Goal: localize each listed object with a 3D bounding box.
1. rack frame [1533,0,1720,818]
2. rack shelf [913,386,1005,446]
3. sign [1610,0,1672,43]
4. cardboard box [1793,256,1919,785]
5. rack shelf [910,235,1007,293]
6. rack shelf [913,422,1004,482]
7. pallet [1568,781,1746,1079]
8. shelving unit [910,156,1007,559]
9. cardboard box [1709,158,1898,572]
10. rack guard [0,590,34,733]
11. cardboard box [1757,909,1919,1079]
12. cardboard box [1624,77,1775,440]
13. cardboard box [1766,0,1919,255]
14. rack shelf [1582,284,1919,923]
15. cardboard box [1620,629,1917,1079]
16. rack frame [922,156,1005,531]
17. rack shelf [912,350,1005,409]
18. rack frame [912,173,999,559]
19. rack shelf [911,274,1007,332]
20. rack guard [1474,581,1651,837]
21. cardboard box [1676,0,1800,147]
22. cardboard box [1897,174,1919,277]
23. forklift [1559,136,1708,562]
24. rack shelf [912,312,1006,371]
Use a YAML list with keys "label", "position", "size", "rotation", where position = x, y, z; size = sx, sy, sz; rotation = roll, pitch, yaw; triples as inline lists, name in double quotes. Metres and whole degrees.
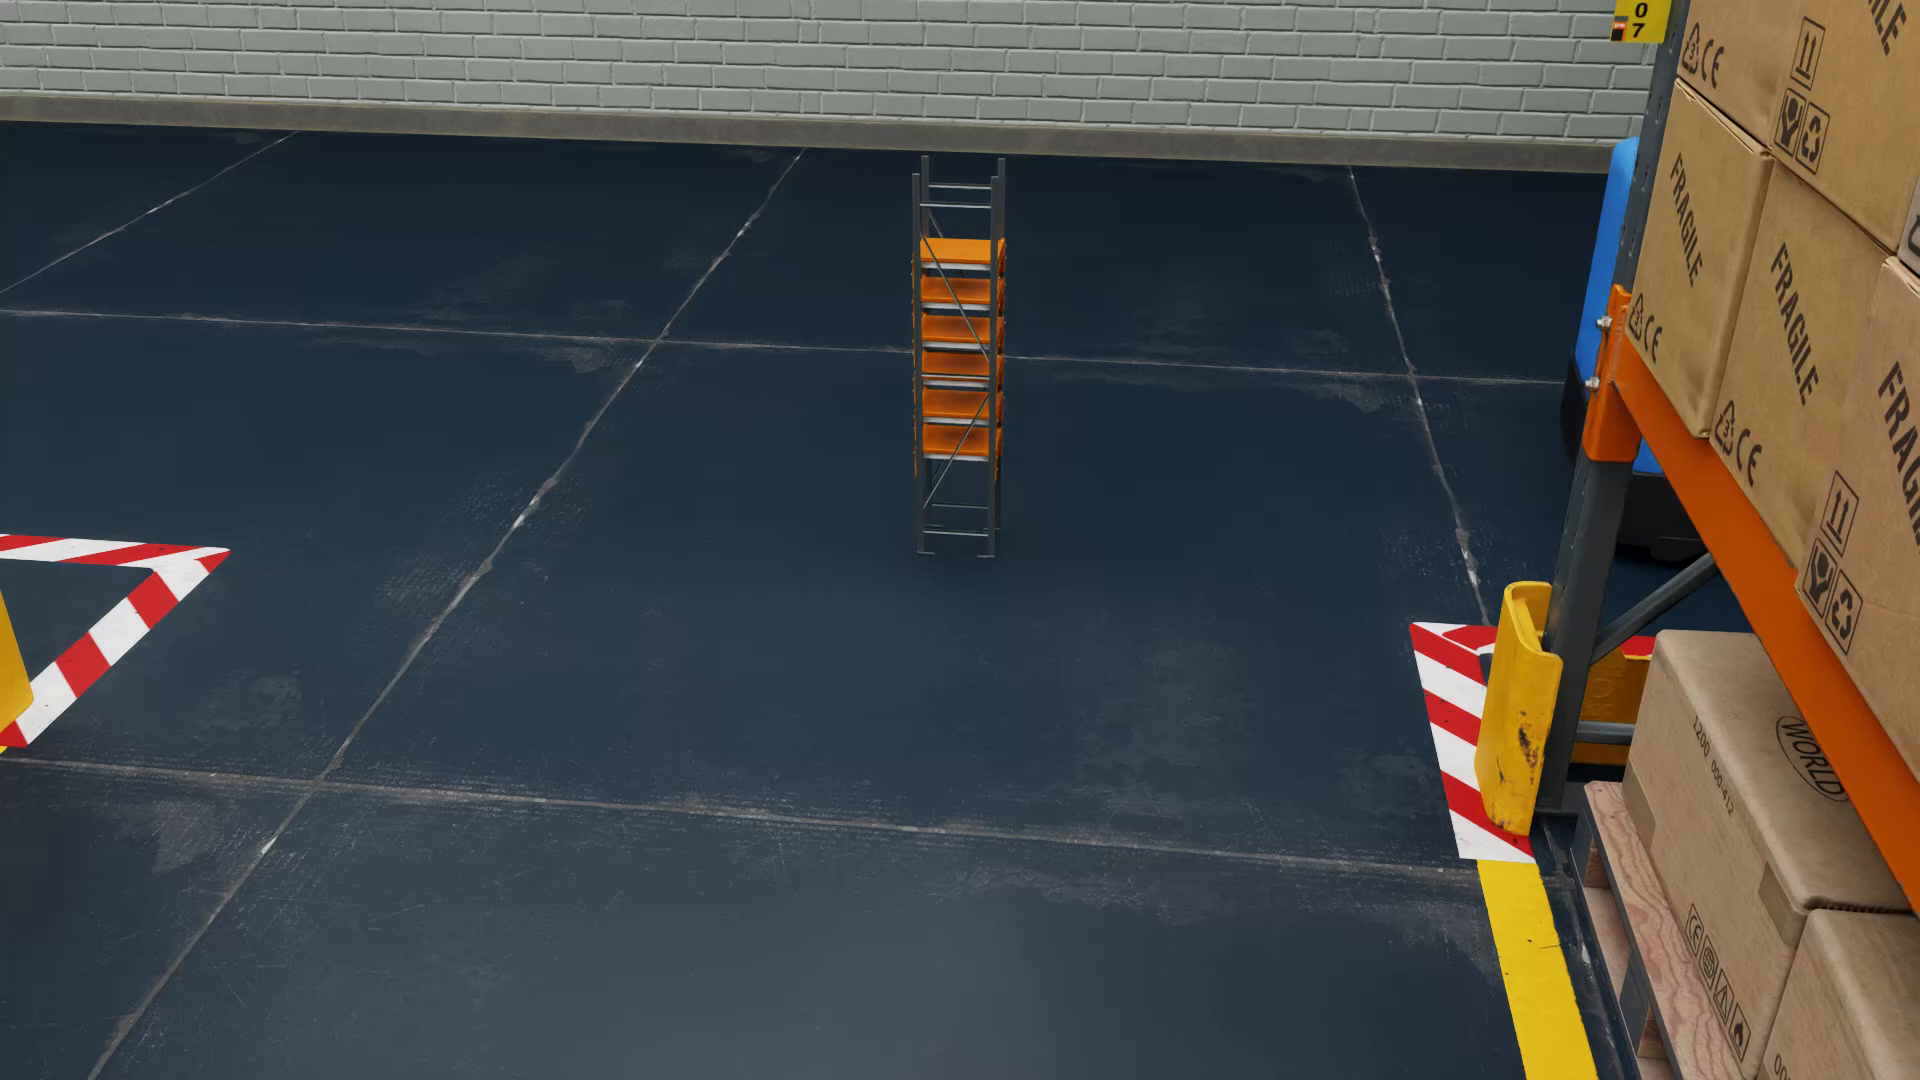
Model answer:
- label: "rack frame"
  position: [1.863, -0.658, 3.310]
  size: [1.000, 3.000, 0.127]
  rotation: [3, 28, 6]
- label: "rack shelf"
  position: [-0.002, -0.377, 5.031]
  size: [0.258, 0.103, 0.180]
  rotation: [3, 28, 6]
- label: "sign"
  position: [1.313, -1.110, 3.151]
  size: [0.100, 0.325, 0.005]
  rotation: [3, 28, 6]
- label: "cardboard box"
  position: [1.405, -0.015, 2.010]
  size: [0.500, 0.500, 0.500]
  rotation: [3, 28, 6]
- label: "rack shelf"
  position: [-0.002, -0.799, 4.803]
  size: [0.258, 0.103, 0.180]
  rotation: [3, 28, 6]
- label: "rack shelf"
  position: [-0.002, -0.271, 5.088]
  size: [0.258, 0.103, 0.180]
  rotation: [3, 28, 6]
- label: "pallet"
  position: [1.842, 0.950, 3.264]
  size: [1.003, 0.211, 1.213]
  rotation: [3, 28, 6]
- label: "shelving unit"
  position: [-0.002, -0.521, 4.953]
  size: [0.258, 1.200, 0.189]
  rotation: [3, 28, 6]
- label: "cardboard box"
  position: [1.485, -0.254, 2.453]
  size: [0.500, 0.500, 0.500]
  rotation: [3, 28, 5]
- label: "rack guard"
  position: [-3.072, 0.238, 4.282]
  size: [1.175, 0.500, 0.348]
  rotation: [3, 28, 6]
- label: "cardboard box"
  position: [1.777, 1.032, 2.430]
  size: [0.875, 0.438, 0.875]
  rotation: [4, 29, 8]
- label: "cardboard box"
  position: [1.519, -0.493, 2.898]
  size: [0.500, 0.500, 0.500]
  rotation: [3, 28, 6]
- label: "cardboard box"
  position: [1.465, -0.690, 2.208]
  size: [0.500, 0.500, 0.500]
  rotation: [3, 28, 5]
- label: "rack shelf"
  position: [1.618, 0.600, 1.733]
  size: [1.077, 0.370, 4.000]
  rotation: [3, 28, 6]
- label: "cardboard box"
  position: [1.881, 0.601, 3.230]
  size: [0.875, 0.438, 0.875]
  rotation: [2, 28, 4]
- label: "rack frame"
  position: [0.009, -0.564, 5.033]
  size: [0.240, 1.200, 0.006]
  rotation: [3, 28, 6]
- label: "rack shelf"
  position: [-0.002, -0.482, 4.974]
  size: [0.258, 0.103, 0.180]
  rotation: [3, 28, 6]
- label: "rack frame"
  position: [-0.013, -0.478, 4.873]
  size: [0.240, 1.200, 0.006]
  rotation: [3, 28, 6]
- label: "rack shelf"
  position: [-0.002, -0.694, 4.860]
  size: [0.258, 0.103, 0.180]
  rotation: [3, 28, 6]
- label: "rack guard"
  position: [1.866, 0.431, 3.923]
  size: [1.175, 0.500, 0.348]
  rotation: [3, 28, 6]
- label: "cardboard box"
  position: [1.521, -0.933, 2.660]
  size: [0.500, 0.500, 0.500]
  rotation: [3, 28, 5]
- label: "cardboard box"
  position: [1.410, -0.447, 1.757]
  size: [0.500, 0.500, 0.500]
  rotation: [3, 28, 6]
- label: "forklift"
  position: [3.518, -1.313, 4.596]
  size: [3.031, 2.935, 1.130]
  rotation: [6, 29, 11]
- label: "rack shelf"
  position: [-0.002, -0.588, 4.917]
  size: [0.258, 0.103, 0.180]
  rotation: [3, 28, 6]
